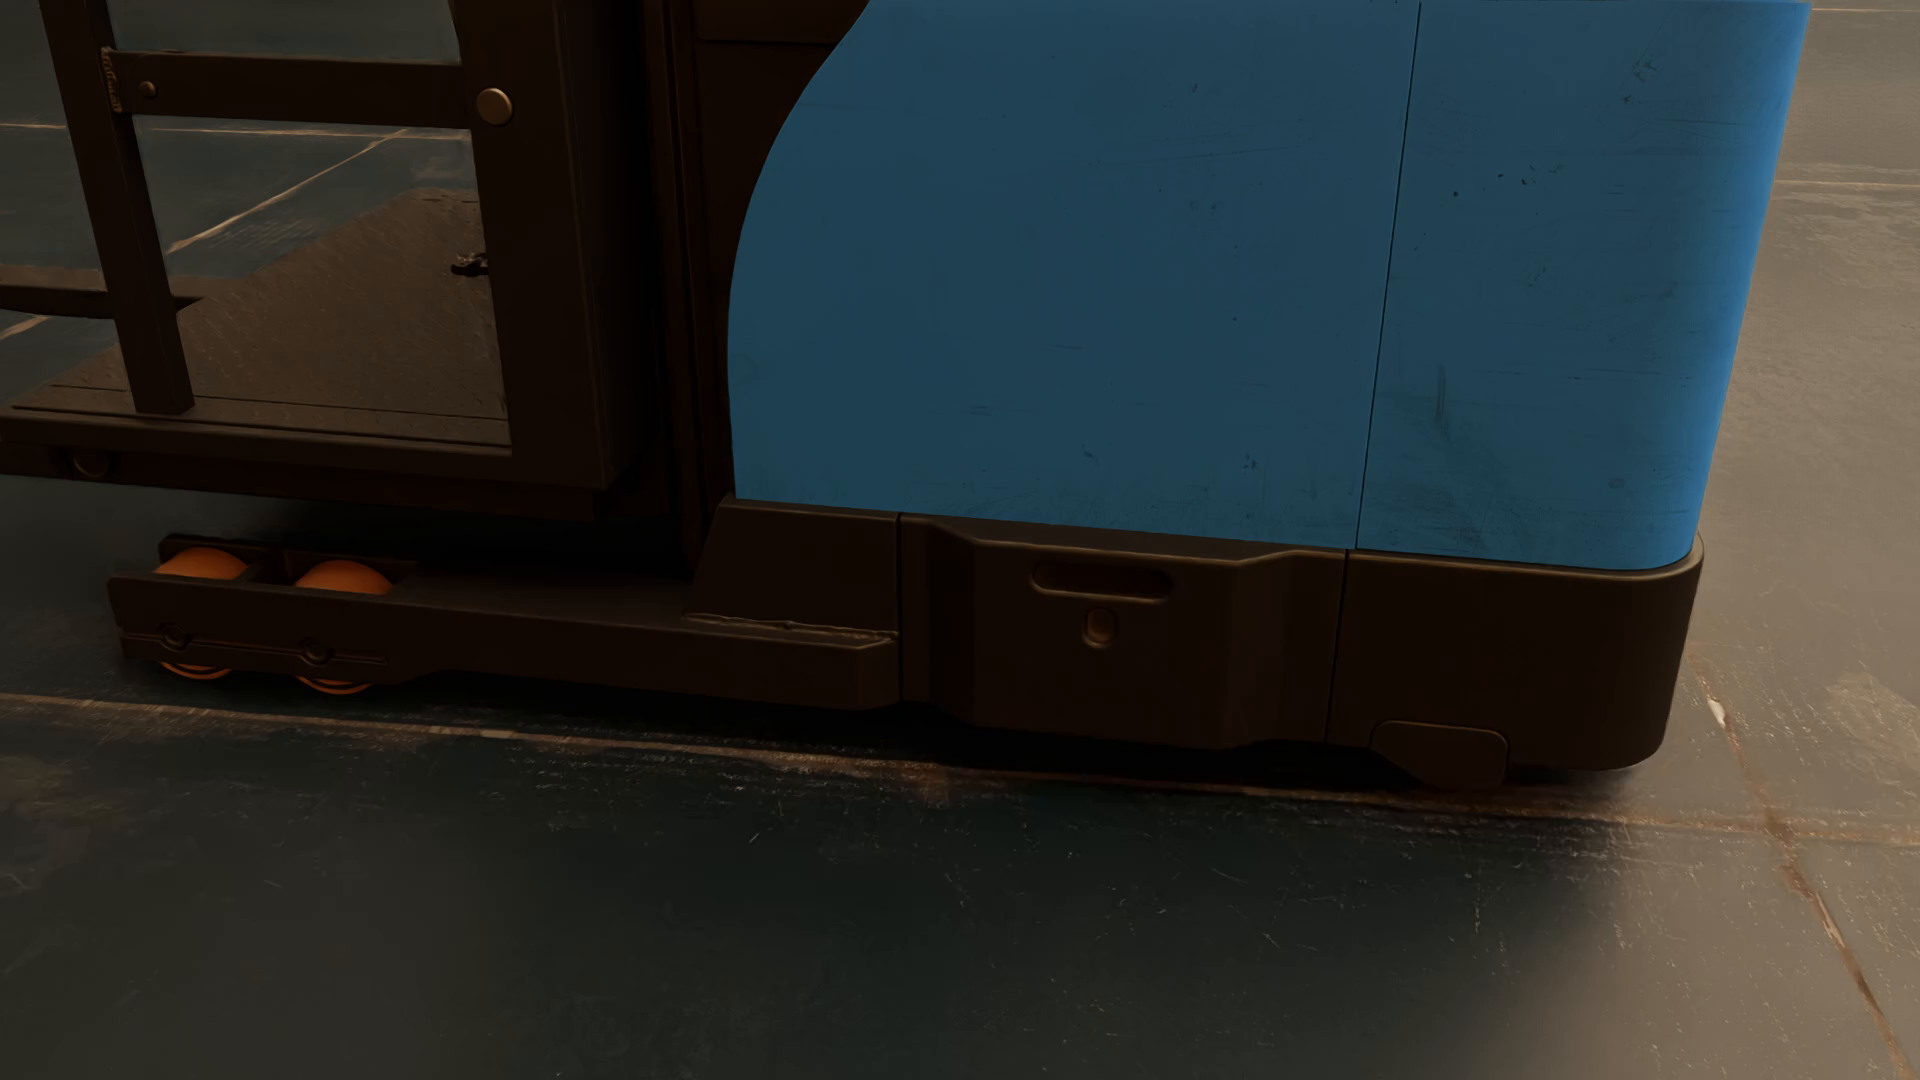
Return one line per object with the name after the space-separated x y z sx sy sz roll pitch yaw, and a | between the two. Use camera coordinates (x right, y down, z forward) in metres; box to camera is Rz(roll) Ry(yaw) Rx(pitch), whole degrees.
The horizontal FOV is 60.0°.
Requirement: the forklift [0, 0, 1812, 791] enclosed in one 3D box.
-0.606 -1.341 1.905 3.031 2.935 1.130 5 27 10 | forklift
